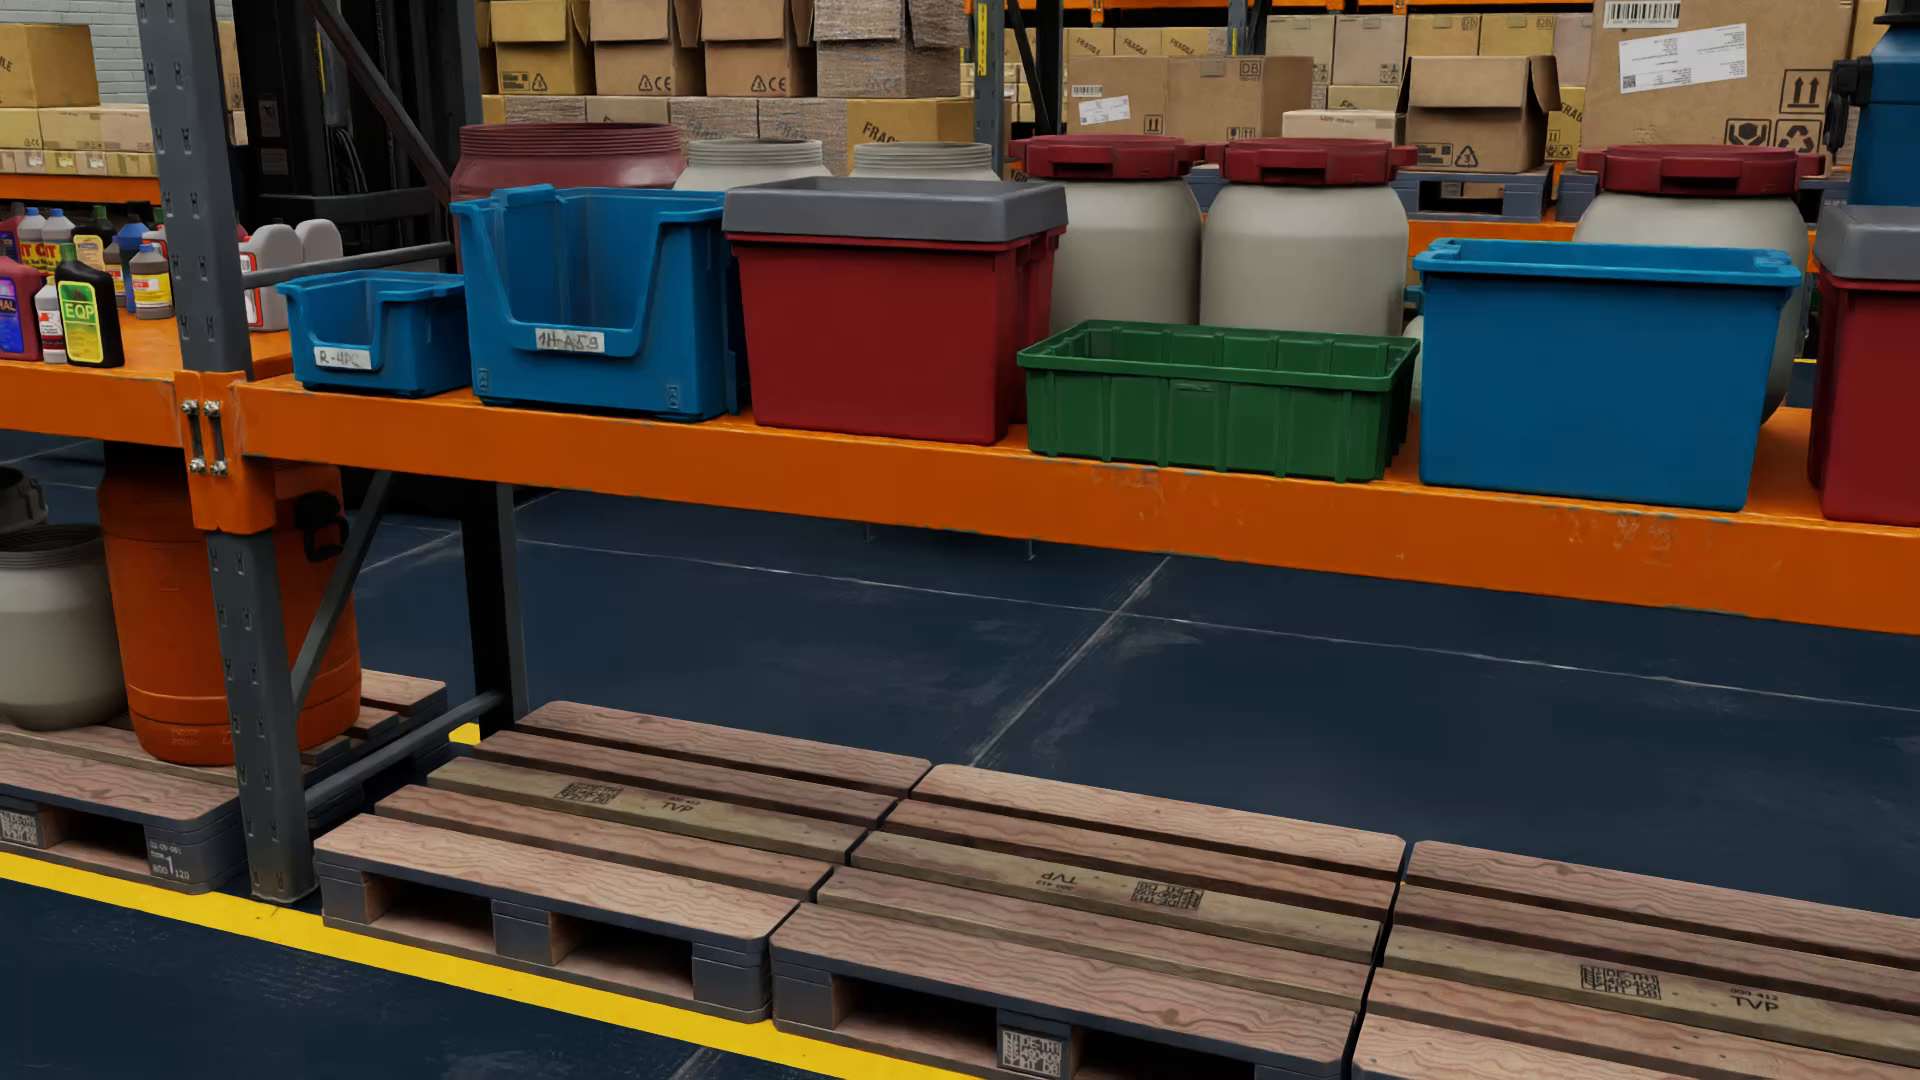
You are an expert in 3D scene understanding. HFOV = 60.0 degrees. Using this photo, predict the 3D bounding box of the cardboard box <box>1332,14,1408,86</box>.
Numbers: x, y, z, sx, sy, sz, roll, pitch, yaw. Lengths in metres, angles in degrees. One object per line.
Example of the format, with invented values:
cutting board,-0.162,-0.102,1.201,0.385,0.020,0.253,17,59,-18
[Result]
cardboard box,3.105,-3.664,12.442,0.500,0.500,0.700,6,17,20

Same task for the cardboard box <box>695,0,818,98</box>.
cardboard box,-0.973,-2.636,8.894,0.637,0.503,0.797,7,17,22

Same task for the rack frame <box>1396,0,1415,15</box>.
rack frame,5.760,-5.818,21.832,0.127,3.000,1.000,6,17,21

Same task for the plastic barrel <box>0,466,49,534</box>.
plastic barrel,-3.023,0.120,4.951,0.708,0.588,0.600,6,17,21

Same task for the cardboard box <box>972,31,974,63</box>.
cardboard box,-0.132,-5.579,19.037,0.500,0.500,0.500,6,17,21

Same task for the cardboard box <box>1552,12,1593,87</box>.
cardboard box,4.528,-3.508,11.904,0.500,0.500,0.700,6,17,21

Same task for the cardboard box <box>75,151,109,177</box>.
cardboard box,-5.250,-2.352,10.346,0.250,0.149,0.380,7,17,22

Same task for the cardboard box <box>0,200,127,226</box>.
cardboard box,-5.664,-1.821,11.125,0.875,0.875,0.875,6,17,21

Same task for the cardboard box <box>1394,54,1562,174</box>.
cardboard box,2.381,-1.955,7.589,0.637,0.503,0.797,8,18,26

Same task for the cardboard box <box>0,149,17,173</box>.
cardboard box,-5.970,-2.431,10.617,0.250,0.149,0.380,6,17,20

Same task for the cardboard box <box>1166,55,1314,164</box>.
cardboard box,1.380,-2.133,8.209,0.500,0.500,0.700,9,19,29

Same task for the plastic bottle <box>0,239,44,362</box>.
plastic bottle,-2.258,-0.573,3.978,0.133,0.283,0.061,6,17,21

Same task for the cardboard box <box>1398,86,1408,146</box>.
cardboard box,3.482,-3.065,12.171,0.500,0.500,0.500,6,17,21

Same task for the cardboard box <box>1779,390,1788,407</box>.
cardboard box,3.464,-0.630,7.657,0.500,0.500,0.700,5,17,16

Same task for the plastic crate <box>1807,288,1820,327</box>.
plastic crate,6.584,-1.826,13.023,0.450,0.188,0.662,-24,27,-33

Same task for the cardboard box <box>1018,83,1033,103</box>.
cardboard box,0.636,-3.497,13.003,0.250,0.149,0.380,6,17,20

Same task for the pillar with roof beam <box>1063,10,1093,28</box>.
pillar with roof beam,0.143,-8.296,19.610,0.400,9.000,9.100,6,17,21

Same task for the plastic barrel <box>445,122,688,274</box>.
plastic barrel,-0.968,-0.771,4.207,0.708,0.536,0.600,6,17,21

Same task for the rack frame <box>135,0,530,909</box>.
rack frame,-1.511,-0.675,4.119,0.127,3.000,1.000,6,17,21

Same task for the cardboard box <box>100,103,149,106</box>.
cardboard box,-5.642,-2.764,11.050,0.500,0.250,0.500,6,17,19

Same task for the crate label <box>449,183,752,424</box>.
crate label,-0.686,-0.520,3.522,0.616,0.435,0.502,6,17,21

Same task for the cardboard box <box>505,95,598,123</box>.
cardboard box,-2.145,-2.202,9.201,0.500,0.500,0.500,6,17,19

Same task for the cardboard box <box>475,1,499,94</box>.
cardboard box,-2.817,-2.835,9.581,0.637,0.503,0.797,6,17,19

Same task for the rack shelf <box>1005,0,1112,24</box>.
rack shelf,0.179,-7.526,23.629,4.000,0.370,1.077,6,17,21

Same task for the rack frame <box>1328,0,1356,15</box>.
rack frame,3.943,-4.530,17.397,0.127,3.000,1.000,6,17,21

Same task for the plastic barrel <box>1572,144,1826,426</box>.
plastic barrel,1.401,-0.486,3.223,0.433,0.535,0.433,0,16,0

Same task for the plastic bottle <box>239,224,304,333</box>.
plastic bottle,-1.851,-0.704,4.441,0.135,0.276,0.152,6,17,21

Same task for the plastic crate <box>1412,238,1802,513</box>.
plastic crate,1.070,-0.290,2.822,0.575,0.384,0.392,6,17,21

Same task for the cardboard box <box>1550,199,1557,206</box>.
cardboard box,4.435,-2.088,12.266,0.750,0.750,1.050,6,17,21

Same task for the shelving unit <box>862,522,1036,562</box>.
shelving unit,0.006,-0.720,6.962,0.755,1.500,0.431,6,17,21

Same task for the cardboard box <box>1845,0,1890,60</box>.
cardboard box,6.272,-3.370,11.197,0.550,0.550,0.875,6,17,21

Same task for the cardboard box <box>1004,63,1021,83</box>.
cardboard box,0.394,-3.666,13.053,0.250,0.149,0.380,7,18,23

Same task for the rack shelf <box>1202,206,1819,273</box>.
rack shelf,2.167,-1.410,7.939,4.000,0.370,1.077,6,17,21

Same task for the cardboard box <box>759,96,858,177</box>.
cardboard box,-0.705,-2.046,8.663,0.500,0.500,0.500,6,17,20

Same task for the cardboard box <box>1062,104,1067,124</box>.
cardboard box,0.893,-3.326,12.949,0.250,0.149,0.380,6,17,20

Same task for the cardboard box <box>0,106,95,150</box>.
cardboard box,-5.836,-2.626,10.574,0.500,0.250,0.500,6,17,19

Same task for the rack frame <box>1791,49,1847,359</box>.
rack frame,5.941,-2.826,11.529,0.127,3.000,1.000,6,17,21

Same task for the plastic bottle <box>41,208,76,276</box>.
plastic bottle,-2.662,-0.845,4.935,0.097,0.271,0.097,0,16,0

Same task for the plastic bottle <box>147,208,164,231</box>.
plastic bottle,-2.333,-0.820,4.827,0.133,0.283,0.061,6,17,21

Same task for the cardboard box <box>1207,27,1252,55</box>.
cardboard box,2.885,-5.093,17.365,0.500,0.500,0.500,7,17,22

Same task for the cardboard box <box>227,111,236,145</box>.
cardboard box,-4.404,-2.469,10.034,0.500,0.250,0.500,7,18,22

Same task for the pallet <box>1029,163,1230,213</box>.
pallet,1.009,-1.822,8.414,1.003,0.211,1.213,6,17,21

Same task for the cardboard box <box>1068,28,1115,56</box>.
cardboard box,1.475,-5.251,17.908,0.500,0.500,0.500,6,17,19

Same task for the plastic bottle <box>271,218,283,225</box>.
plastic bottle,-1.893,-0.760,4.643,0.097,0.271,0.097,0,16,0

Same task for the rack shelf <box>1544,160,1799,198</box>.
rack shelf,4.081,-2.686,12.335,4.000,0.370,1.077,6,17,21

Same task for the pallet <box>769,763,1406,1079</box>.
pallet,0.327,0.879,3.768,1.213,0.211,1.003,6,17,21

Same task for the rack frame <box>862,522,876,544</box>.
rack frame,-0.334,-0.757,7.091,0.023,1.500,0.400,6,17,21

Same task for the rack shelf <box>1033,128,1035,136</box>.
rack shelf,2.082,-4.389,18.202,4.000,0.370,1.077,6,17,21

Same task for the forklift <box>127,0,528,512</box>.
forklift,-3.383,-1.775,8.030,3.031,2.935,1.130,6,17,20

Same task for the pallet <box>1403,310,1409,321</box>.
pallet,2.926,-1.796,12.983,1.213,0.211,1.003,6,17,21

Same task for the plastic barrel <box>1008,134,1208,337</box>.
plastic barrel,0.316,-0.605,3.634,0.433,0.535,0.433,0,16,0

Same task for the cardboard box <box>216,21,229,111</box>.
cardboard box,-4.405,-2.830,9.931,0.500,0.500,0.500,6,17,21

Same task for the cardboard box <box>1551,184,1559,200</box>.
cardboard box,7.573,-4.678,21.413,0.625,0.625,0.875,6,17,18

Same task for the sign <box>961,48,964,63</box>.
sign,0.019,-5.249,18.178,0.005,0.325,0.100,6,17,21
